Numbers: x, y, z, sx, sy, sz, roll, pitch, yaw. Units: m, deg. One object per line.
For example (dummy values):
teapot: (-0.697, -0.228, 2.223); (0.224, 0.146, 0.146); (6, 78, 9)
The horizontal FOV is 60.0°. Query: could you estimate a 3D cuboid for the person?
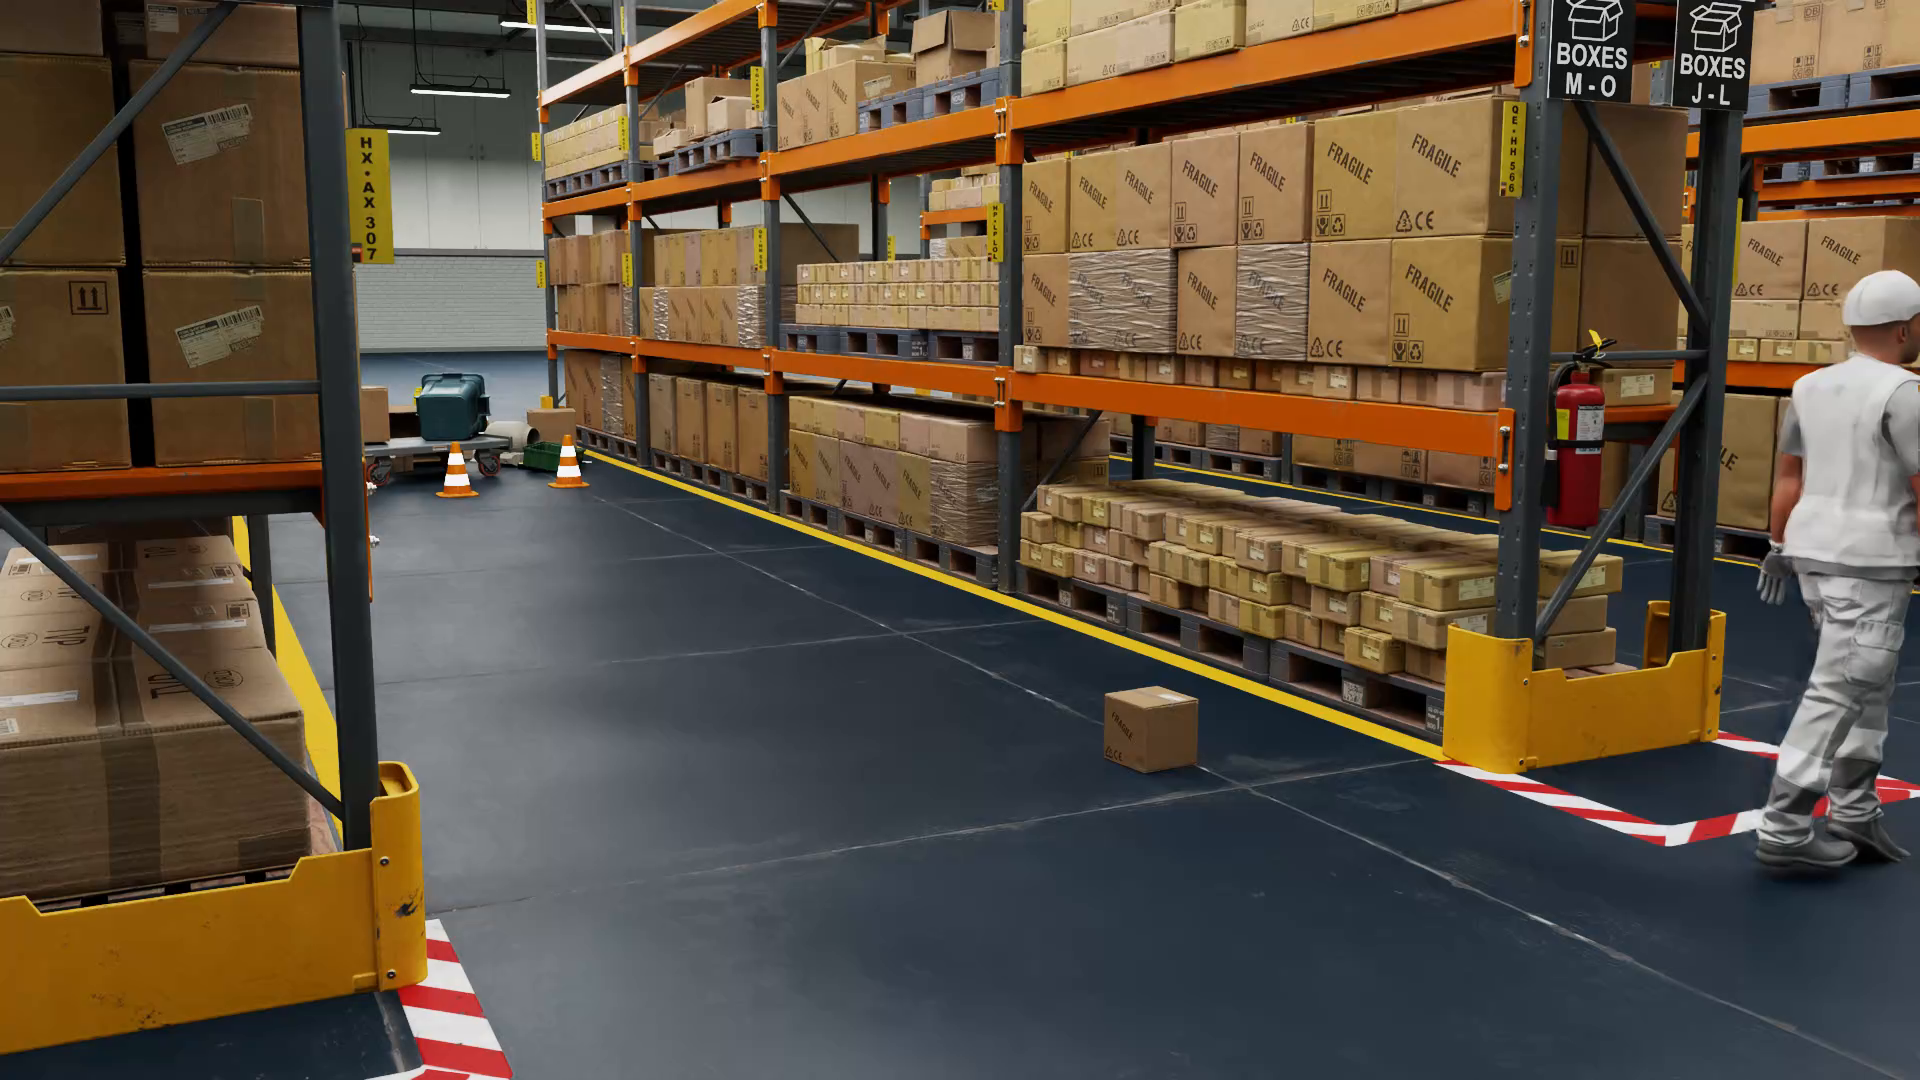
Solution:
person: (2.676, 0.120, 4.996); (0.615, 1.837, 0.657); (-3, 9, -17)
